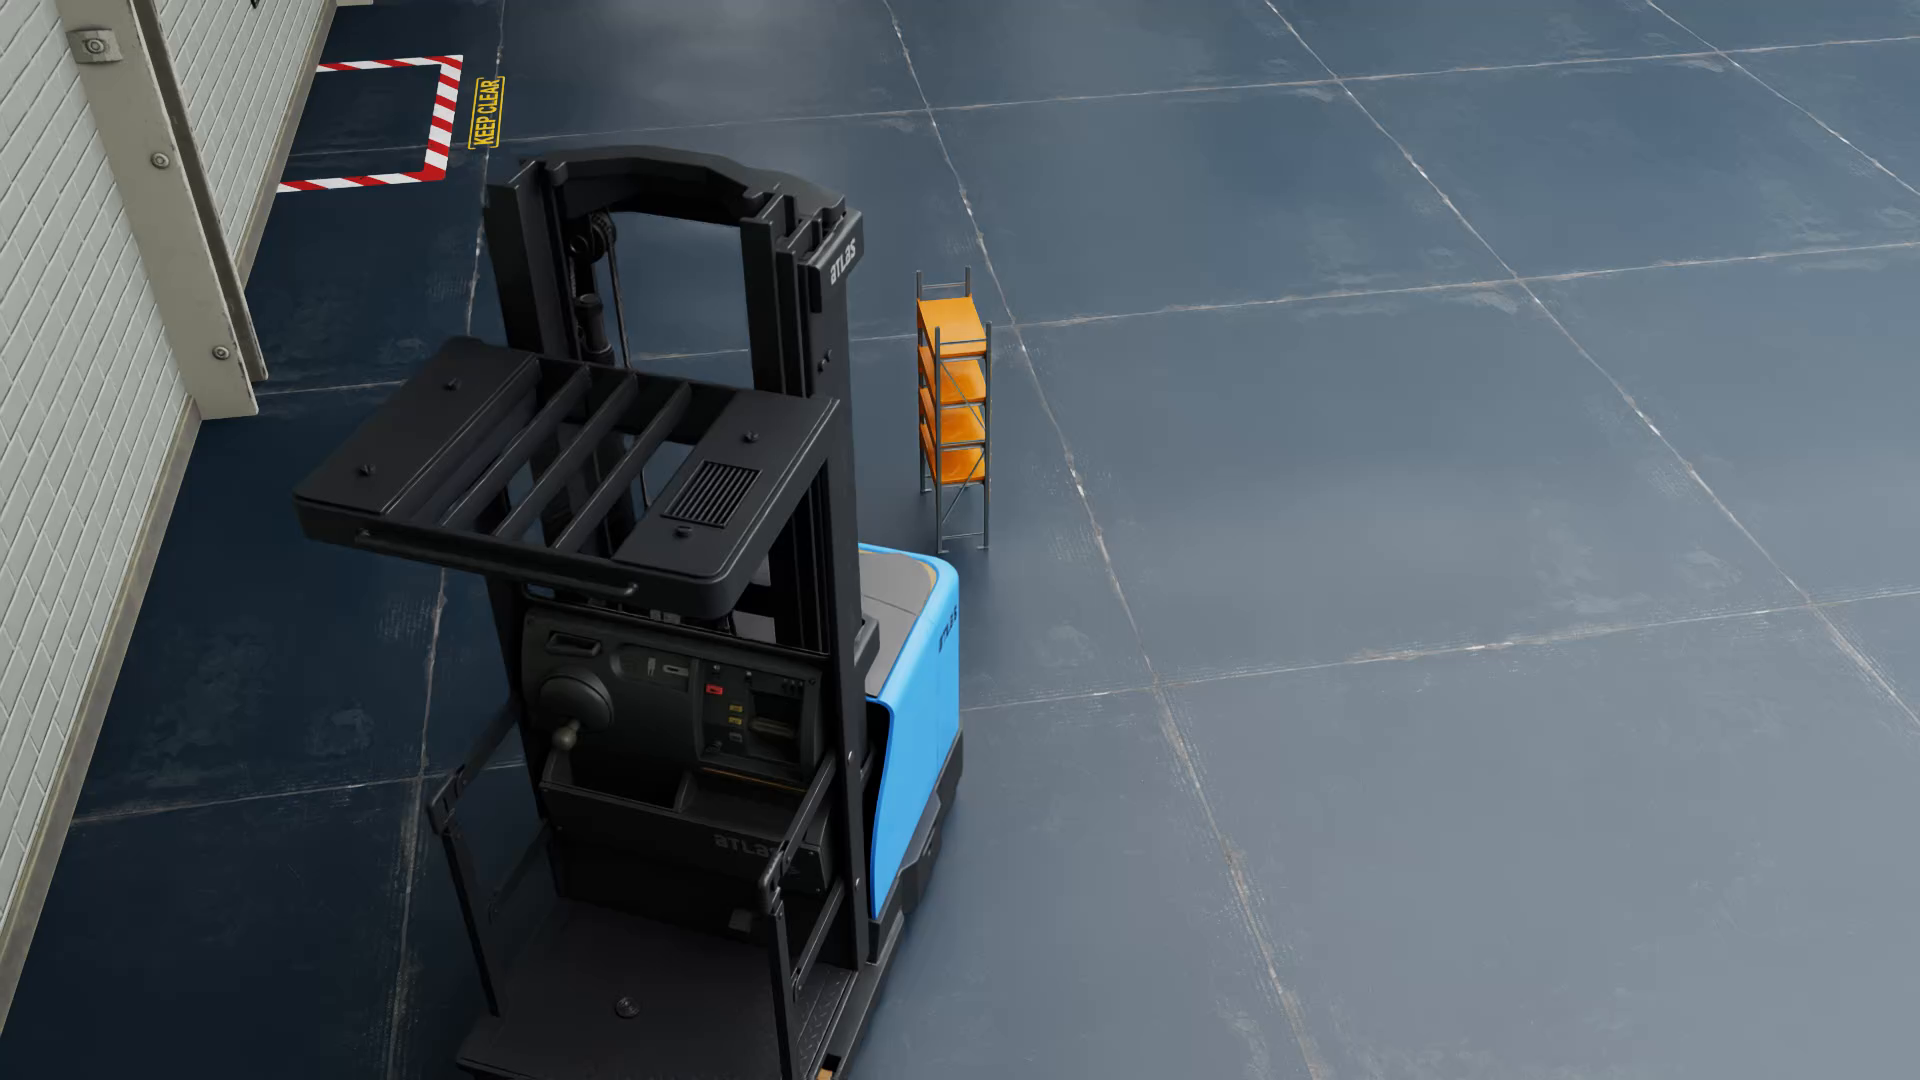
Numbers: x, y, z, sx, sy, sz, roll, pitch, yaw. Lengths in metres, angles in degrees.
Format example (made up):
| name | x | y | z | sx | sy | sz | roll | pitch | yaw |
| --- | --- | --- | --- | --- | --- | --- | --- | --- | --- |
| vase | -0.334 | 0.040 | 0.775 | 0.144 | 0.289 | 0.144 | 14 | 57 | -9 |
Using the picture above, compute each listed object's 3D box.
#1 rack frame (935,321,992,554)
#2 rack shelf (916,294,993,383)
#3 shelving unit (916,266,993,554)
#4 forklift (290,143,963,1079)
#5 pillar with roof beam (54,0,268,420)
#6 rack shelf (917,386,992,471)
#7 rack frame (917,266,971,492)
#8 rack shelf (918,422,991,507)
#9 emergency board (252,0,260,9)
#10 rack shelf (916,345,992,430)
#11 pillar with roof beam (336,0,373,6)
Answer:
| name | x | y | z | sx | sy | sz | roll | pitch | yaw |
| --- | --- | --- | --- | --- | --- | --- | --- | --- | --- |
| rack frame | 0.014 | -0.426 | 7.321 | 0.240 | 1.200 | 0.015 | -6 | 38 | -8 |
| rack shelf | -0.029 | -0.884 | 7.270 | 0.258 | 0.148 | 0.480 | -6 | 38 | -8 |
| shelving unit | -0.029 | -0.574 | 7.511 | 0.258 | 1.200 | 0.503 | -6 | 38 | -8 |
| forklift | -0.904 | 0.542 | 4.663 | 1.130 | 2.935 | 3.031 | 11 | 39 | 13 |
| pillar with roof beam | 0.424 | -4.766 | 6.550 | 9.100 | 9.000 | 0.400 | -6 | 38 | -8 |
| rack shelf | -0.029 | -0.521 | 7.552 | 0.258 | 0.148 | 0.480 | -6 | 38 | -8 |
| rack frame | -0.072 | -0.721 | 7.700 | 0.240 | 1.200 | 0.015 | -6 | 38 | -8 |
| rack shelf | -0.029 | -0.364 | 7.674 | 0.258 | 0.148 | 0.480 | -6 | 38 | -8 |
| emergency board | -4.487 | -4.054 | 10.523 | 0.157 | 1.169 | 0.626 | -6 | 38 | -8 |
| rack shelf | -0.029 | -0.697 | 7.415 | 0.258 | 0.148 | 0.480 | -6 | 38 | -8 |
| pillar with roof beam | -0.628 | -8.390 | 11.215 | 9.100 | 9.000 | 0.400 | -6 | 38 | -8 |
